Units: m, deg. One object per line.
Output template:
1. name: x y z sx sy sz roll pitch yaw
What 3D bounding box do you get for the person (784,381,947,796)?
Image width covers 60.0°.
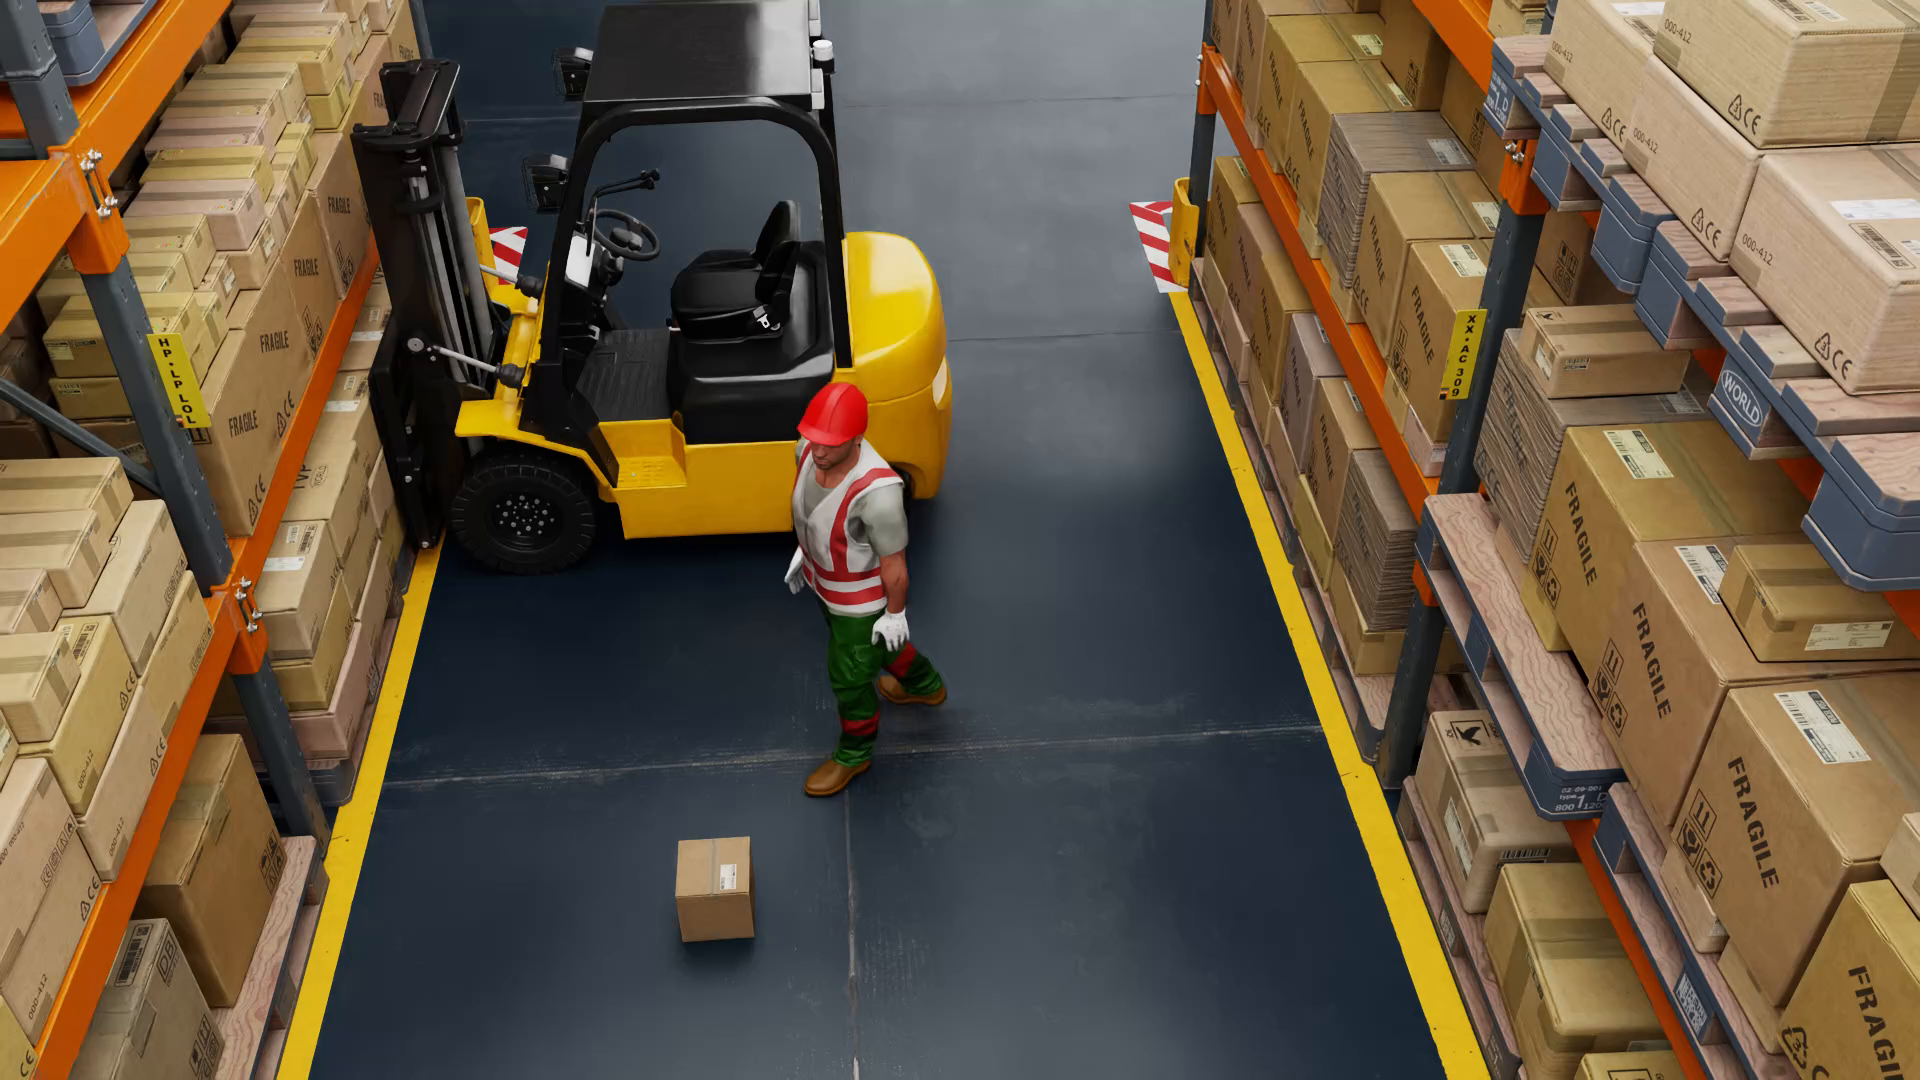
1. person: -0.324 0.136 5.960 0.692 1.782 0.548 -21 43 -24
